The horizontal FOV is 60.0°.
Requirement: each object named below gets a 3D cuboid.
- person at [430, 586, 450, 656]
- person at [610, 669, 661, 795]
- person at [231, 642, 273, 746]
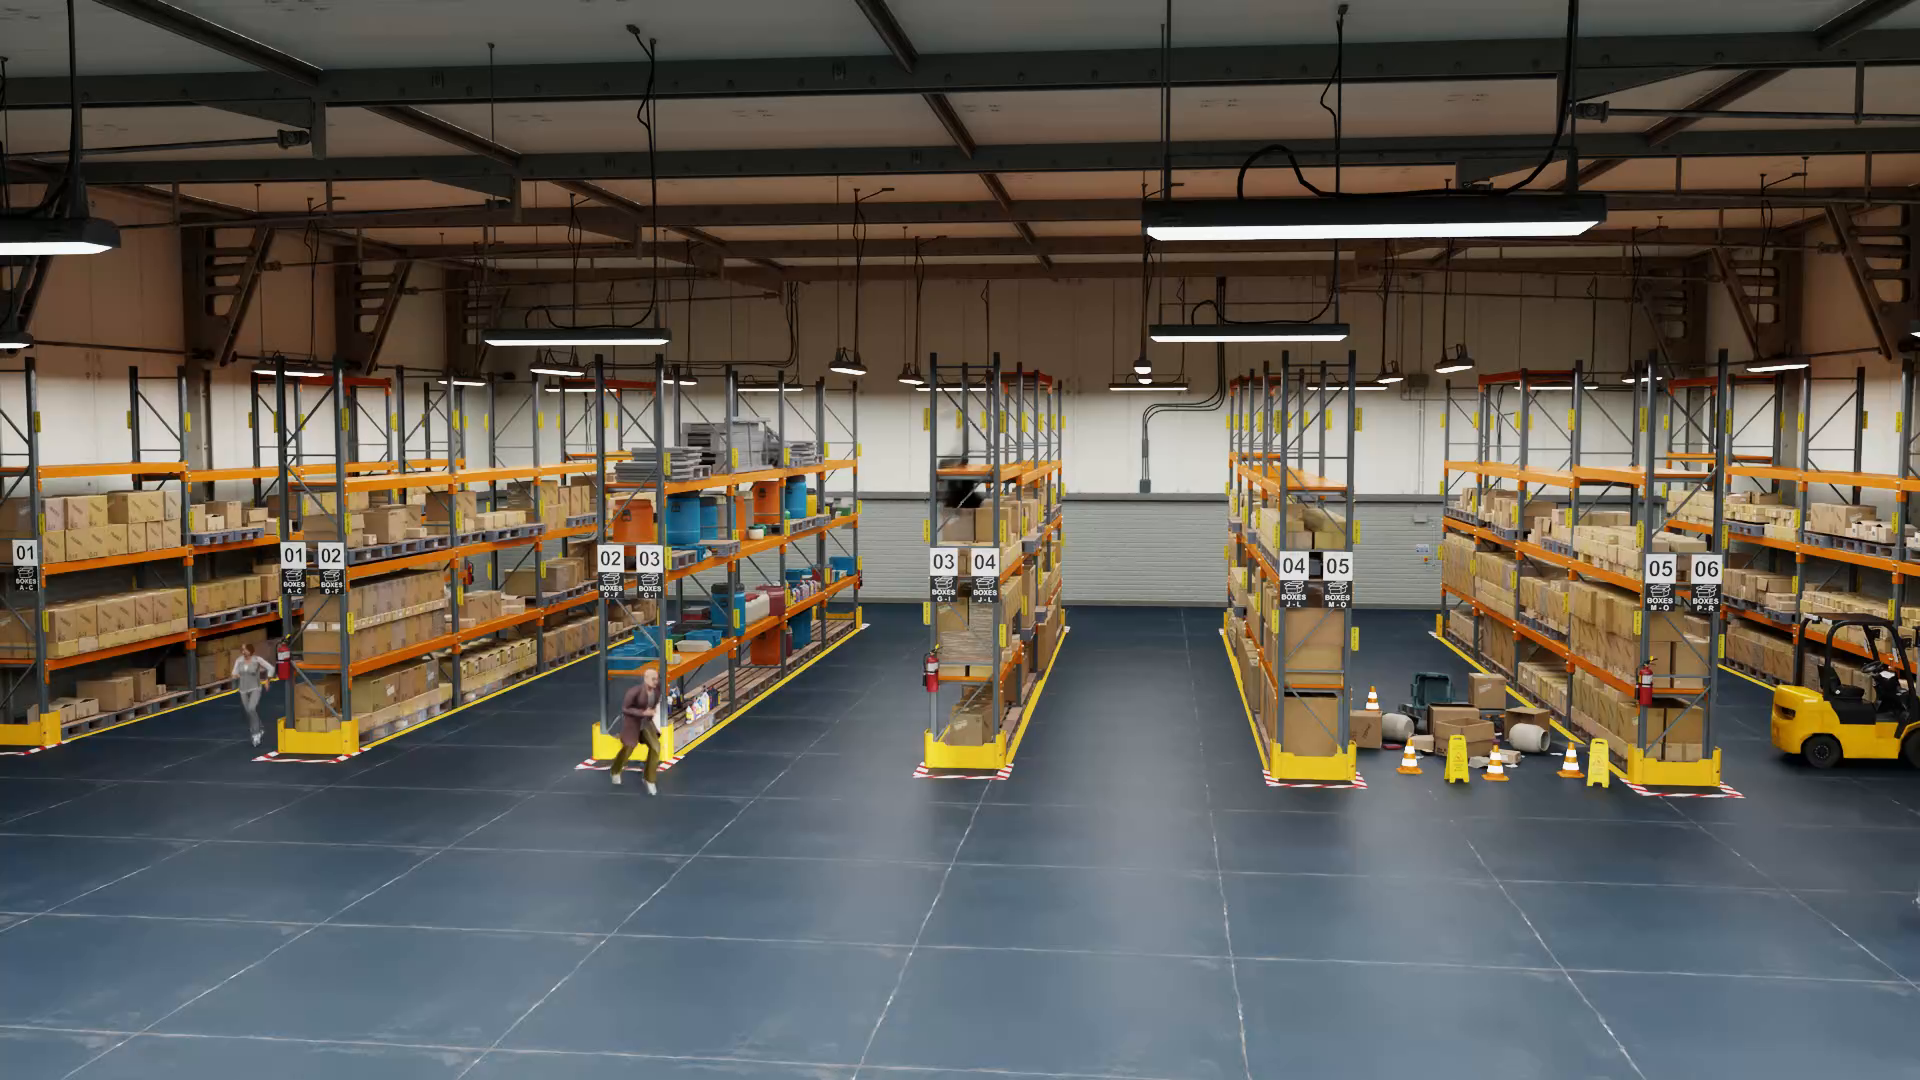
[{"bbox_3d":[-11.263,1.607,35.373,0.688,1.841,0.842,0,4,-1],"label":"person"},{"bbox_3d":[-4.392,2.589,22.587,1.078,1.759,0.752,4,5,41],"label":"person"},{"bbox_3d":[-11.057,2.381,25.941,0.564,1.607,0.742,0,4,3],"label":"person"}]
